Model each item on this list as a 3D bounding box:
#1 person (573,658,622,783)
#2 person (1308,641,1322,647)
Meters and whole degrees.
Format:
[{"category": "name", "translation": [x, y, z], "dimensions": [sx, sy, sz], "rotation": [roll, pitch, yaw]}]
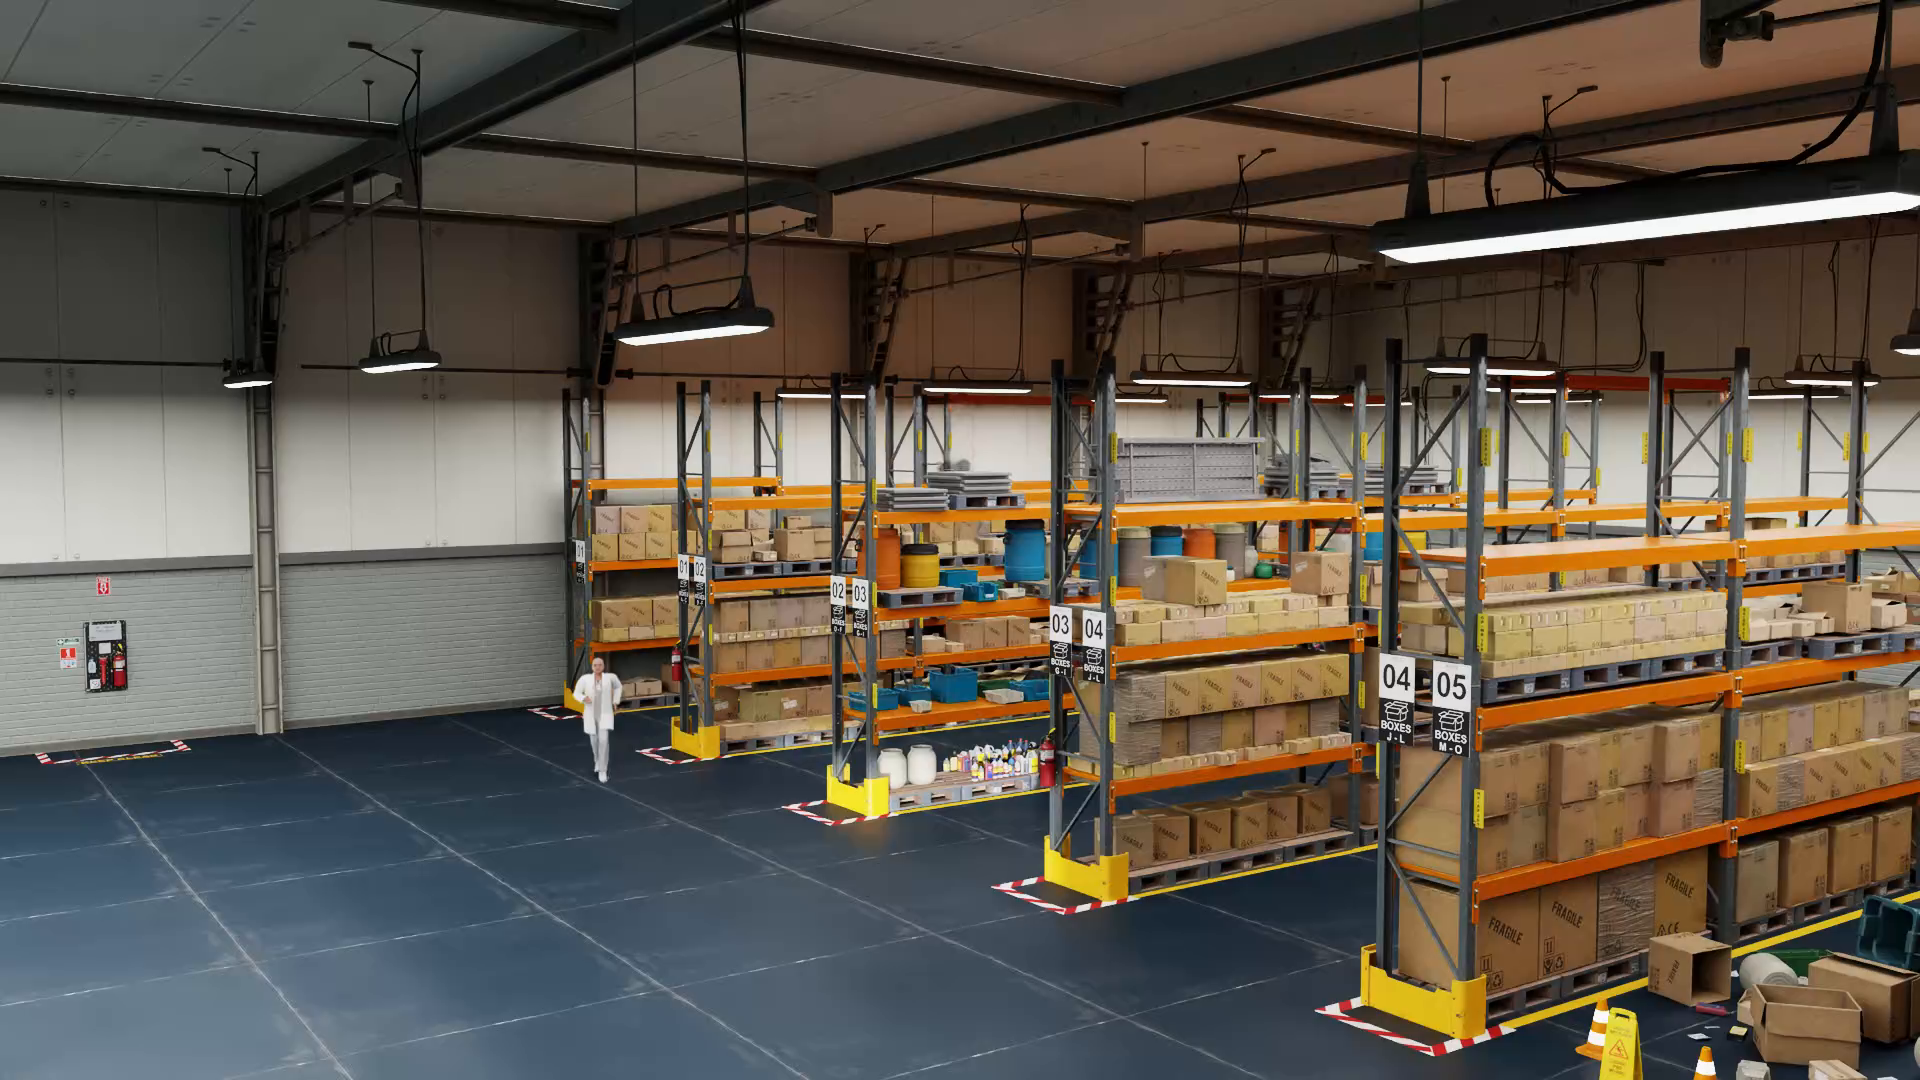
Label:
[{"category": "person", "translation": [-5.443, 2.666, 24.959], "dimensions": [0.690, 1.814, 0.925], "rotation": [0, 4, -4]}, {"category": "person", "translation": [6.727, 2.289, 31.976], "dimensions": [0.533, 1.663, 0.625], "rotation": [-2, 4, -34]}]
